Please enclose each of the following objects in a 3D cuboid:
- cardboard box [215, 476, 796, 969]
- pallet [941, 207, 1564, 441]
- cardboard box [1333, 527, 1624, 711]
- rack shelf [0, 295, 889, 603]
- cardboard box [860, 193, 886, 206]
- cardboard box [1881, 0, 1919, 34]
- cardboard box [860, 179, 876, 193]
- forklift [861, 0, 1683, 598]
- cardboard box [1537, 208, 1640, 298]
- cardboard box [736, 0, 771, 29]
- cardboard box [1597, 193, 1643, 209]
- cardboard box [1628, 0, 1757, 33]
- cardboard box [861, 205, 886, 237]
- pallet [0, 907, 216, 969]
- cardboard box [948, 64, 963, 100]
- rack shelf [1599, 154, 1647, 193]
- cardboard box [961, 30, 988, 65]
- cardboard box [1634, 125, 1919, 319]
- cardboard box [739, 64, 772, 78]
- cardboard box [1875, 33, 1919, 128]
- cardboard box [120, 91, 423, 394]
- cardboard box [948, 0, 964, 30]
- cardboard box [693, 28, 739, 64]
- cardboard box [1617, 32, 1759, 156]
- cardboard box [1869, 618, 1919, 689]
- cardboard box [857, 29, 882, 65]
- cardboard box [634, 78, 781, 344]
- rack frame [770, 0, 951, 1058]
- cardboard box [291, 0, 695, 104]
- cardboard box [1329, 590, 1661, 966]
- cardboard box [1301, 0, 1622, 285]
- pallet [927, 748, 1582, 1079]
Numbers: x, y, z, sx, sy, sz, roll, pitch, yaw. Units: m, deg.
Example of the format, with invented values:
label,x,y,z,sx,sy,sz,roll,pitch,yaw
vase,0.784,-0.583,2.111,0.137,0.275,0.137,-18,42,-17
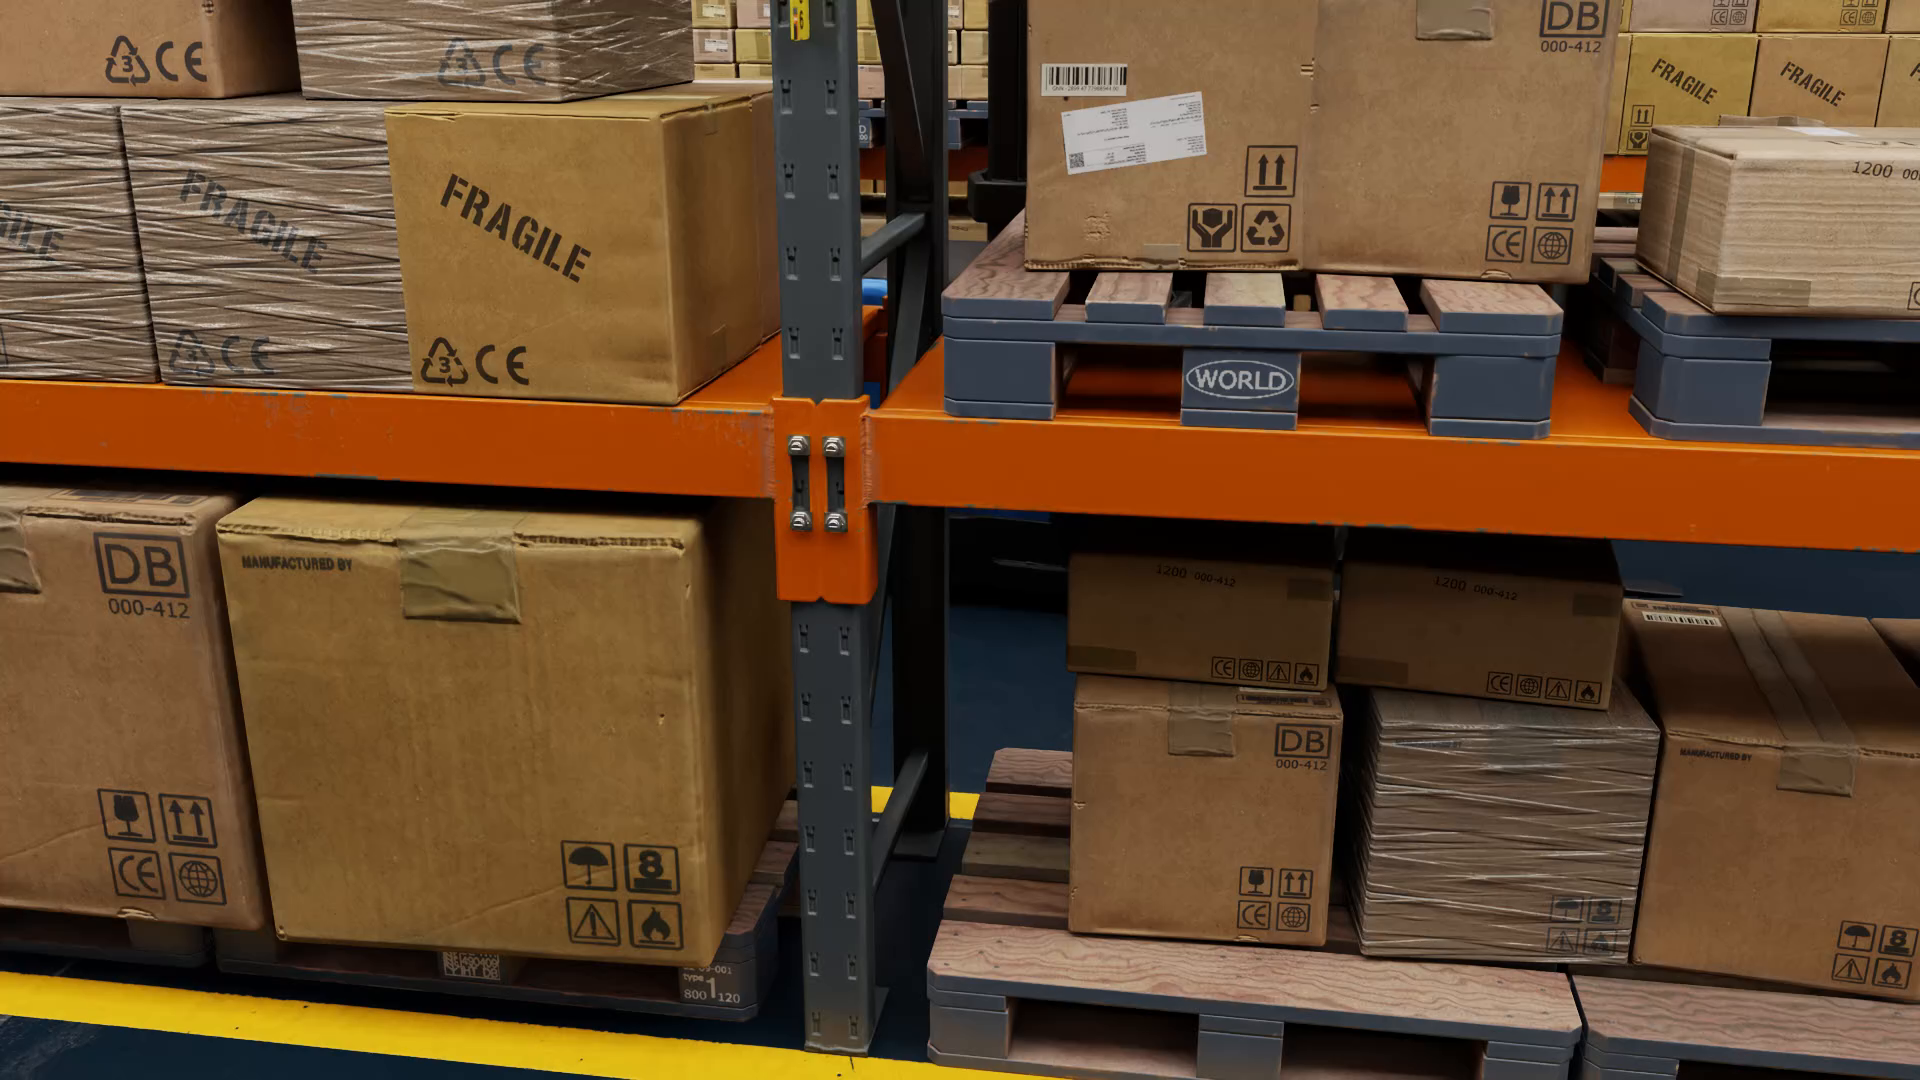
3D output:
label,x,y,z,sx,sy,sz,roll,pitch,yaw
cardboard box,-0.844,0.202,3.659,0.875,0.875,1.225,2,19,6
pallet,0.555,-0.472,3.288,1.003,0.211,1.213,3,19,9
cardboard box,1.026,0.104,3.330,0.500,0.250,0.500,5,19,15
rack shelf,-2.140,-0.325,3.680,4.000,0.370,1.077,3,19,9
cardboard box,-0.422,-1.619,8.511,0.500,0.250,0.500,3,19,8
cardboard box,4.179,-2.457,7.187,0.500,0.500,0.700,3,19,8
cardboard box,-1.025,-3.014,13.269,0.875,0.875,0.875,3,19,10
forklift,0.886,-1.262,5.456,3.031,2.935,1.130,6,19,18
cardboard box,3.091,-1.098,7.740,0.750,0.750,1.050,3,19,9
cardboard box,-0.843,-2.410,7.575,0.250,0.149,0.380,3,19,9
cardboard box,4.837,-2.447,12.369,0.625,0.372,0.950,3,19,9
cardboard box,3.172,-2.508,7.339,0.500,0.500,0.700,3,19,9
cardboard box,-0.496,-1.458,8.028,0.500,0.250,0.500,3,19,9
pallet,-2.133,0.632,4.082,1.213,0.211,1.003,3,19,9
cardboard box,-0.084,-2.088,7.550,0.250,0.149,0.380,3,19,9
rack shelf,2.696,-1.672,7.707,4.000,0.370,1.077,3,19,9
cardboard box,0.161,-2.217,7.468,0.250,0.149,0.380,3,19,10
cardboard box,1.453,-0.537,2.755,0.500,0.250,0.500,2,19,7
cardboard box,-0.849,-2.127,7.668,0.250,0.149,0.380,2,19,6
cardboard box,4.113,-1.903,7.104,0.500,0.500,0.500,3,19,8
cardboard box,-1.183,-0.587,3.172,0.500,0.500,0.500,3,19,8
cardboard box,-0.083,-2.370,7.457,0.250,0.149,0.380,3,19,8
cardboard box,-1.113,-2.281,7.660,0.250,0.149,0.380,3,19,10
cardboard box,3.115,-1.953,7.256,0.500,0.500,0.500,3,19,9
cardboard box,2.161,0.517,3.276,0.500,0.500,0.700,1,19,4
cardboard box,-0.363,-2.243,7.543,0.250,0.149,0.380,3,19,10
cardboard box,-0.602,-0.722,3.577,0.500,0.500,0.500,3,19,10
rack frame,-0.166,-0.565,3.265,0.127,3.000,1.000,3,19,9
cardboard box,-0.885,-1.130,3.215,0.637,0.503,0.797,4,19,11
cardboard box,1.049,0.463,3.438,0.500,0.500,0.700,1,19,4
cardboard box,0.941,-0.800,3.148,0.500,0.500,0.700,6,19,17
pallet,0.606,0.797,3.588,1.213,0.211,1.003,3,19,9
